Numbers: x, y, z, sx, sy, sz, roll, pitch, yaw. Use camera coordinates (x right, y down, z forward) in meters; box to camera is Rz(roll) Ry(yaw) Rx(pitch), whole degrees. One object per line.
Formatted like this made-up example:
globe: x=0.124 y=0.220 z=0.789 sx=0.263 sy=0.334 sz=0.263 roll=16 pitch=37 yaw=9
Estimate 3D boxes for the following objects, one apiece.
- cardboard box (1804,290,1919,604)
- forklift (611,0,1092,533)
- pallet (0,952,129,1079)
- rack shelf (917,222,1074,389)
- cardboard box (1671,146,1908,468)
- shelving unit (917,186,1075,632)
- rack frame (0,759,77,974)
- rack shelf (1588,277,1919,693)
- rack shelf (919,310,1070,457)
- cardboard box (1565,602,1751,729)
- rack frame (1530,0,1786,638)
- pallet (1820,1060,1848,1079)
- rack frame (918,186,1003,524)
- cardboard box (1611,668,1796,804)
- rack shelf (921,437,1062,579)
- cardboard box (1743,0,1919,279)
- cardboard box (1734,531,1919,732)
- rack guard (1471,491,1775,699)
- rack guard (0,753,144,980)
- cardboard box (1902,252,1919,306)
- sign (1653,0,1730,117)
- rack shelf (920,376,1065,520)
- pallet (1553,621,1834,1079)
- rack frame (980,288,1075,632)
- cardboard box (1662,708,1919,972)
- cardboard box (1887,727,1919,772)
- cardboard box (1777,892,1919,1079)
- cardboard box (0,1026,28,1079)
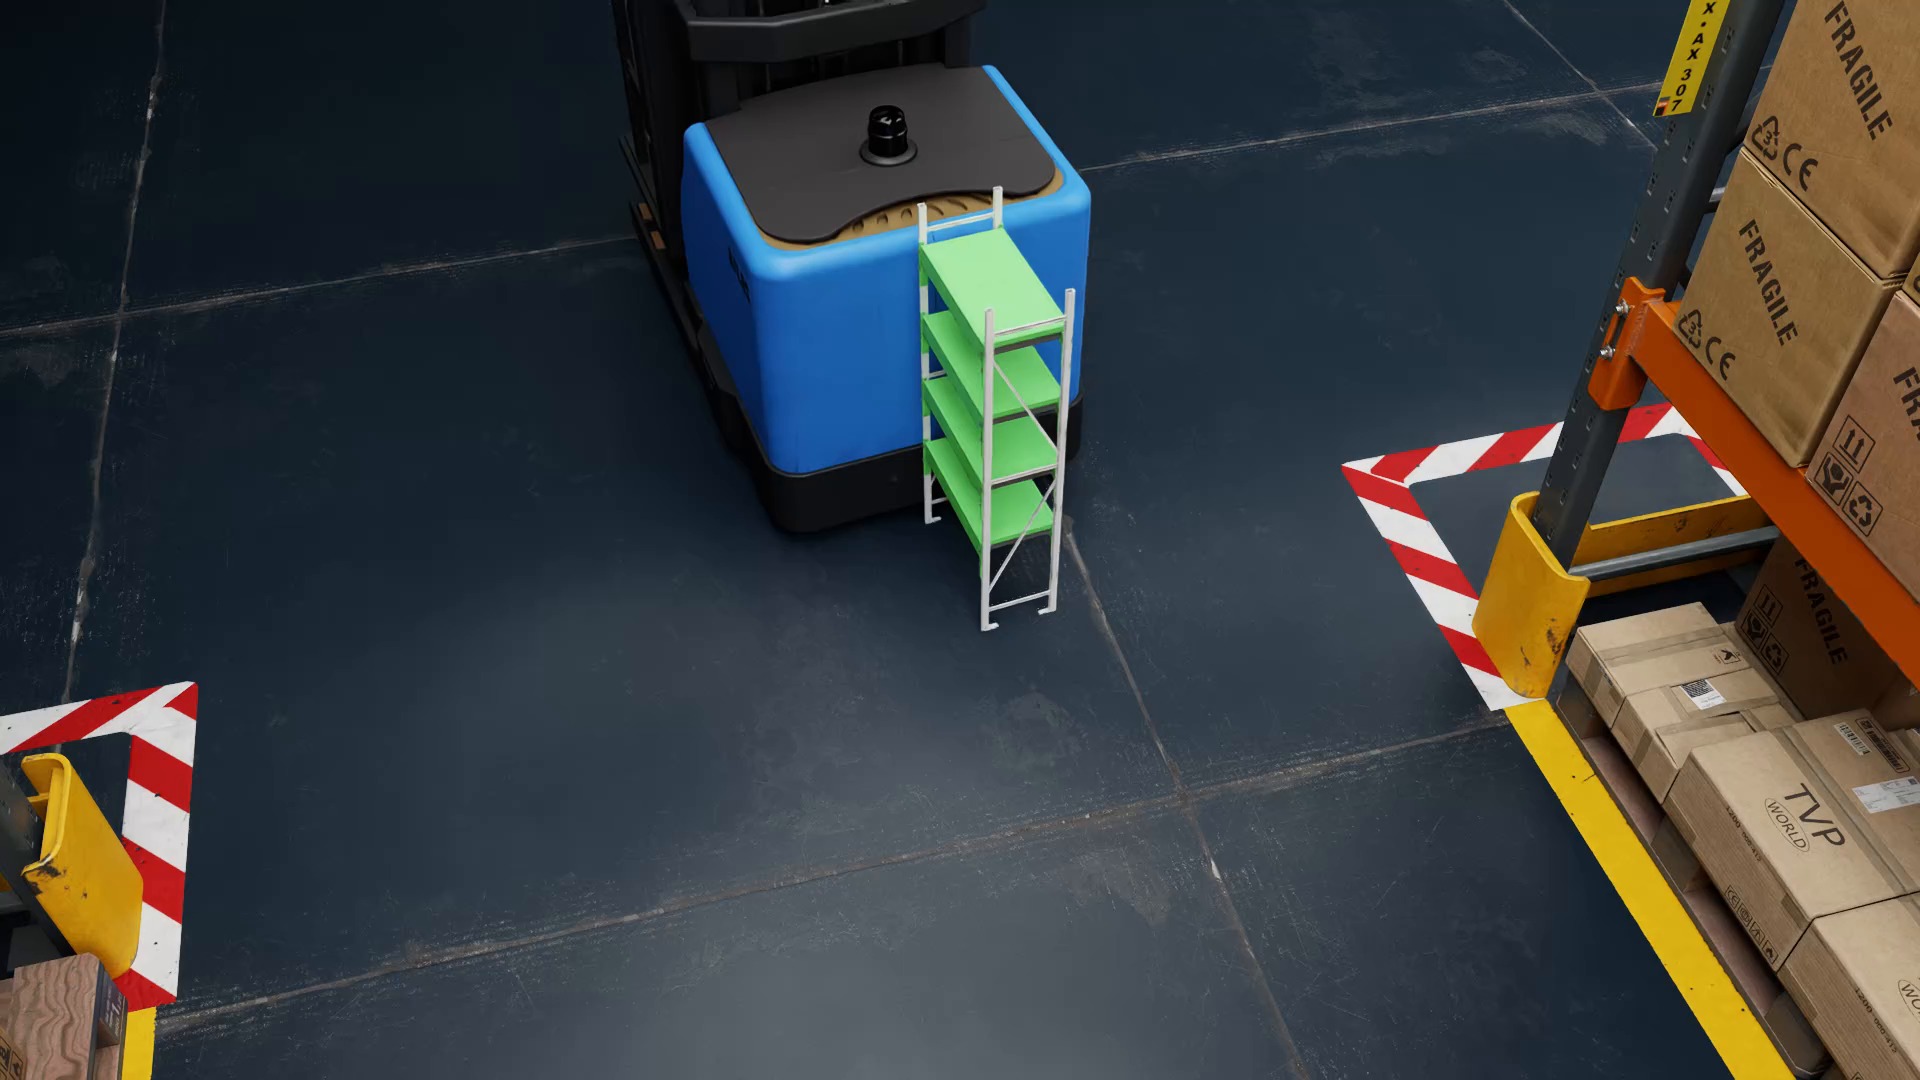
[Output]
cardboard box: x=2.107 y=-0.184 z=3.260 sx=0.500 sy=0.500 sz=0.500 roll=-11 pitch=47 yaw=-11
forklift: x=-0.609 y=-2.119 z=5.275 sx=1.130 sy=2.935 sz=3.031 roll=-15 pitch=48 yaw=-15
pallet: x=-2.396 y=1.563 z=3.570 sx=1.003 sy=0.211 sz=1.213 roll=-11 pitch=47 yaw=-10
rack shelf: x=0.088 y=-0.634 z=4.449 sx=0.258 sy=0.148 sz=0.480 roll=-15 pitch=48 yaw=-15
cardboard box: x=1.970 y=-0.539 z=3.608 sx=0.500 sy=0.500 sz=0.500 roll=-10 pitch=46 yaw=-9
shelving unit: x=0.088 y=-0.343 z=4.746 sx=0.258 sy=1.200 sz=0.503 roll=-15 pitch=48 yaw=-15
rack frame: x=-2.676 y=0.050 z=3.101 sx=1.000 sy=3.000 sz=0.127 roll=-11 pitch=47 yaw=-10
rack shelf: x=2.623 y=0.774 z=2.895 sx=1.077 sy=0.370 sz=4.000 roll=-11 pitch=47 yaw=-10
rack shelf: x=0.088 y=-0.466 z=4.620 sx=0.258 sy=0.148 sz=0.480 roll=-15 pitch=48 yaw=-15
cardboard box: x=1.886 y=0.337 z=4.507 sx=0.380 sy=0.149 sz=0.250 roll=-11 pitch=47 yaw=-10
rack frame: x=2.111 y=-0.859 z=3.991 sx=1.000 sy=3.000 sz=0.127 roll=-11 pitch=47 yaw=-10
pallet: x=2.645 y=1.561 z=3.573 sx=1.003 sy=0.211 sz=1.213 roll=-11 pitch=47 yaw=-10
rack frame: x=0.001 y=-0.505 z=4.905 sx=0.240 sy=1.200 sz=0.015 roll=-15 pitch=48 yaw=-15
cardboard box: x=1.950 y=0.504 z=4.332 sx=0.380 sy=0.166 sz=0.250 roll=-11 pitch=47 yaw=-10
rack shelf: x=0.088 y=-0.130 z=4.963 sx=0.258 sy=0.148 sz=0.480 roll=-15 pitch=48 yaw=-15
cardboard box: x=1.970 y=-0.889 z=3.251 sx=0.500 sy=0.500 sz=0.500 roll=-9 pitch=46 yaw=-9
cardboard box: x=2.489 y=0.193 z=4.403 sx=0.500 sy=0.500 sz=0.500 roll=-11 pitch=47 yaw=-10
rack guard: x=2.131 y=0.069 z=4.833 sx=1.175 sy=0.500 sz=0.348 roll=-11 pitch=47 yaw=-10
rack guard: x=-2.682 y=0.908 z=4.010 sx=1.175 sy=0.500 sz=0.348 roll=-11 pitch=47 yaw=-10
cardboard box: x=2.111 y=-0.530 z=2.899 sx=0.500 sy=0.500 sz=0.500 roll=-10 pitch=46 yaw=-10
sign: x=1.587 y=-1.062 z=3.585 sx=0.100 sy=0.325 sz=0.005 roll=-11 pitch=47 yaw=-10
rack shelf: x=0.088 y=-0.298 z=4.791 sx=0.258 sy=0.148 sz=0.480 roll=-15 pitch=48 yaw=-15
pallet: x=2.336 y=0.720 z=4.397 sx=1.003 sy=0.211 sz=1.213 roll=-11 pitch=47 yaw=-10
rack frame: x=0.176 y=-0.180 z=4.586 sx=0.240 sy=1.200 sz=0.015 roll=-15 pitch=48 yaw=-15
cardboard box: x=2.104 y=0.722 z=4.059 sx=0.500 sy=0.250 sz=0.500 roll=-11 pitch=47 yaw=-10
cardboard box: x=2.505 y=0.605 z=4.232 sx=0.380 sy=0.166 sz=0.250 roll=-11 pitch=47 yaw=-10
cardboard box: x=2.232 y=1.067 z=3.721 sx=0.500 sy=0.250 sz=0.500 roll=-11 pitch=47 yaw=-10
cardboard box: x=-2.400 y=1.243 z=3.388 sx=0.700 sy=0.500 sz=0.500 roll=-11 pitch=47 yaw=-10
